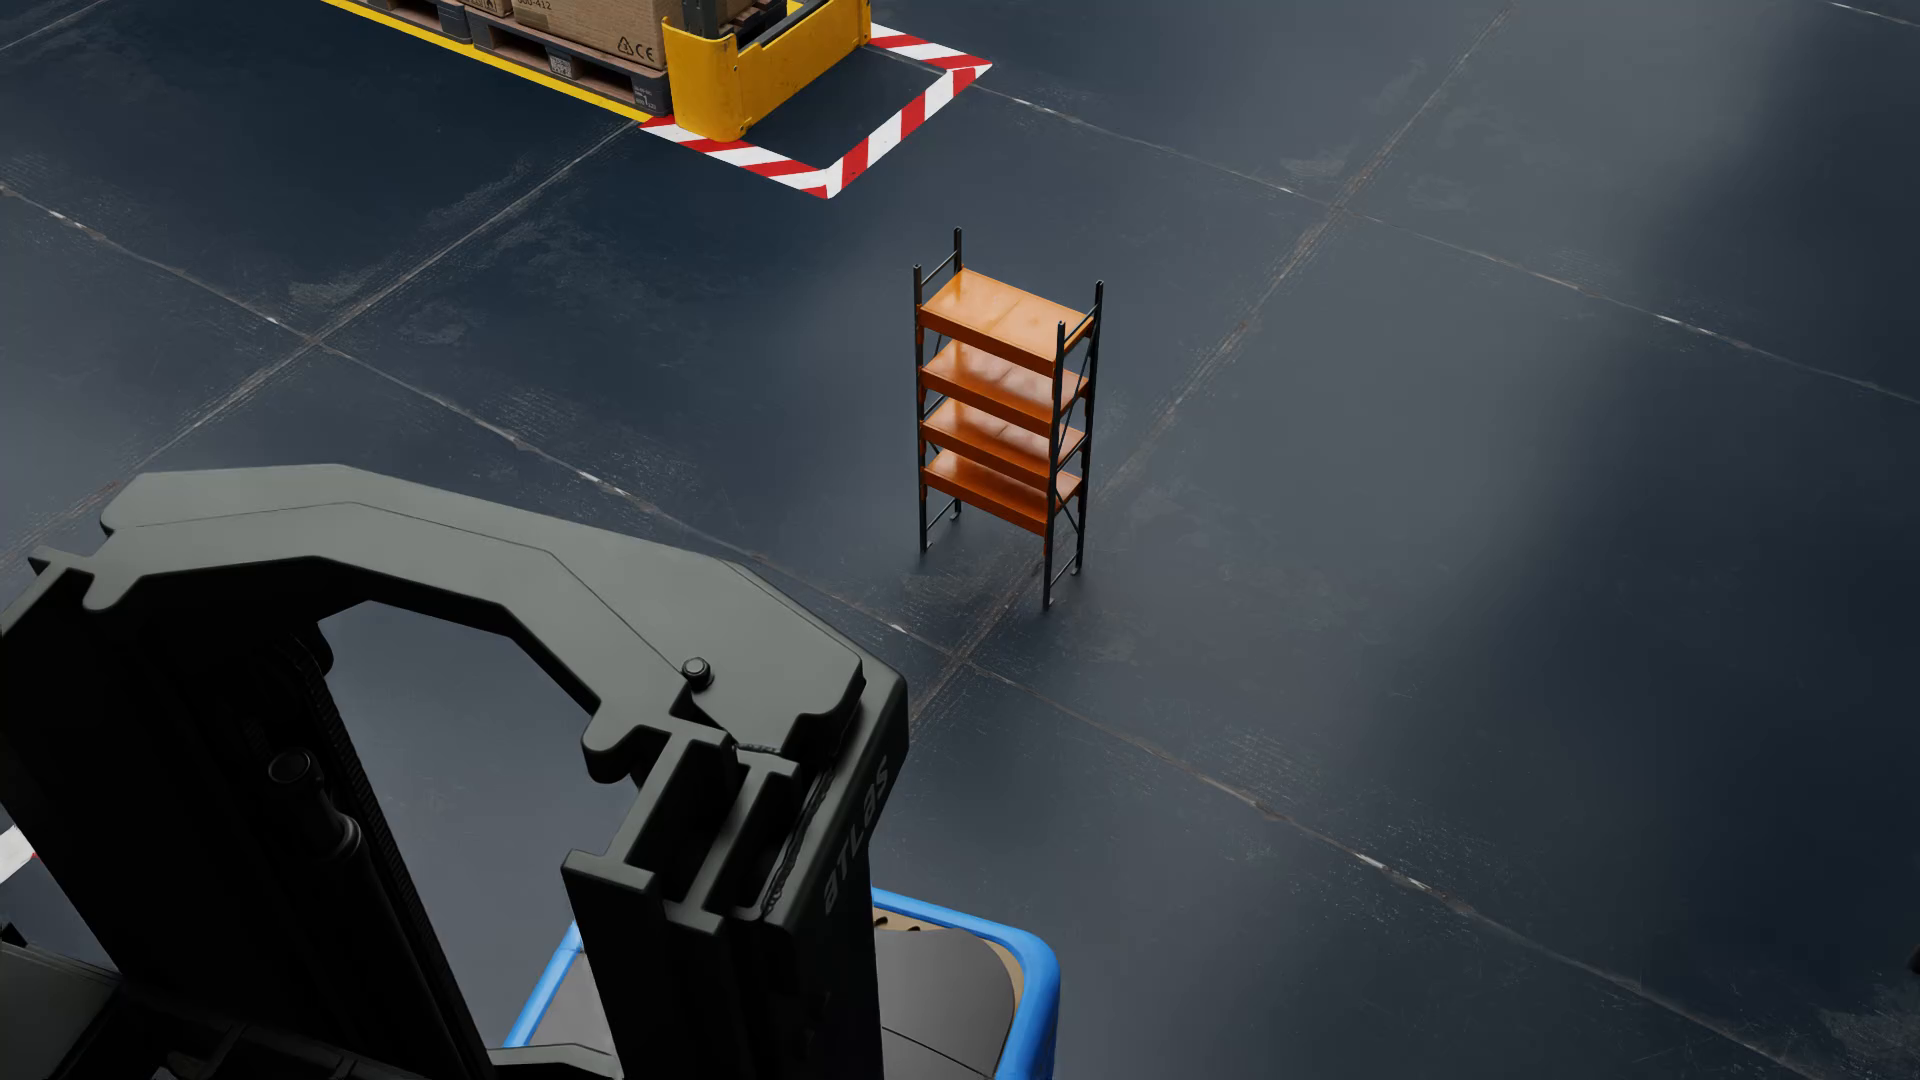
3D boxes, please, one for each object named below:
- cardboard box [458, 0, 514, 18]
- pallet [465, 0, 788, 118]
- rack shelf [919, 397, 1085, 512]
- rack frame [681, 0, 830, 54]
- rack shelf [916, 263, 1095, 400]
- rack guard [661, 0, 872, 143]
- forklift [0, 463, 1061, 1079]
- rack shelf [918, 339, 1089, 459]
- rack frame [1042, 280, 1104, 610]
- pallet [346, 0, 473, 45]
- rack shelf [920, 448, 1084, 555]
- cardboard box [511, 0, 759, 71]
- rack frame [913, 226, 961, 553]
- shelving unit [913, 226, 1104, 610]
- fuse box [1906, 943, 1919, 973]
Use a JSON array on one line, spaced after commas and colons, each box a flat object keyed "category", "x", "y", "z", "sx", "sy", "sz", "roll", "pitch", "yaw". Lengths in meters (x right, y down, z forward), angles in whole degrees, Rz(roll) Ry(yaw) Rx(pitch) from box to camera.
[{"category": "cardboard box", "x": -2.272, "y": -3.041, "z": 8.108, "sx": 0.875, "sy": 0.438, "sz": 0.875, "roll": 26, "pitch": 51, "yaw": 23}, {"category": "pallet", "x": -1.603, "y": -2.534, "z": 8.065, "sx": 1.213, "sy": 0.211, "sz": 1.003, "roll": 25, "pitch": 51, "yaw": 22}, {"category": "rack shelf", "x": 0.139, "y": -0.307, "z": 5.306, "sx": 0.480, "sy": 0.148, "sz": 0.258, "roll": 25, "pitch": 51, "yaw": 22}, {"category": "rack frame", "x": -0.888, "y": -3.244, "z": 6.810, "sx": 0.127, "sy": 3.000, "sz": 1.000, "roll": 25, "pitch": 51, "yaw": 22}, {"category": "rack shelf", "x": 0.139, "y": -0.628, "z": 4.976, "sx": 0.480, "sy": 0.148, "sz": 0.258, "roll": 25, "pitch": 51, "yaw": 22}, {"category": "rack guard", "x": -0.867, "y": -2.363, "z": 7.698, "sx": 0.348, "sy": 0.500, "sz": 1.175, "roll": 25, "pitch": 51, "yaw": 22}, {"category": "forklift", "x": -0.721, "y": 1.456, "z": 2.291, "sx": 1.130, "sy": 2.935, "sz": 3.031, "roll": 13, "pitch": 47, "yaw": 13}, {"category": "rack shelf", "x": 0.139, "y": -0.463, "z": 5.145, "sx": 0.480, "sy": 0.148, "sz": 0.258, "roll": 25, "pitch": 51, "yaw": 22}, {"category": "rack frame", "x": 0.345, "y": -0.260, "z": 5.166, "sx": 0.015, "sy": 1.200, "sz": 0.240, "roll": 25, "pitch": 51, "yaw": 22}, {"category": "pallet", "x": -2.626, "y": -3.007, "z": 8.525, "sx": 1.213, "sy": 0.211, "sz": 1.003, "roll": 25, "pitch": 51, "yaw": 22}, {"category": "rack shelf", "x": 0.139, "y": -0.169, "z": 5.448, "sx": 0.480, "sy": 0.148, "sz": 0.258, "roll": 25, "pitch": 51, "yaw": 22}, {"category": "cardboard box", "x": -1.497, "y": -2.692, "z": 7.768, "sx": 0.875, "sy": 0.438, "sz": 0.875, "roll": 23, "pitch": 50, "yaw": 21}, {"category": "rack frame", "x": -0.066, "y": -0.449, "z": 5.349, "sx": 0.015, "sy": 1.200, "sz": 0.240, "roll": 25, "pitch": 51, "yaw": 22}, {"category": "shelving unit", "x": 0.139, "y": -0.354, "z": 5.257, "sx": 0.503, "sy": 1.200, "sz": 0.258, "roll": 25, "pitch": 51, "yaw": 22}, {"category": "fuse box", "x": 2.615, "y": 0.586, "z": 3.987, "sx": 0.414, "sy": 1.711, "sz": 0.539, "roll": 25, "pitch": 51, "yaw": 22}]
